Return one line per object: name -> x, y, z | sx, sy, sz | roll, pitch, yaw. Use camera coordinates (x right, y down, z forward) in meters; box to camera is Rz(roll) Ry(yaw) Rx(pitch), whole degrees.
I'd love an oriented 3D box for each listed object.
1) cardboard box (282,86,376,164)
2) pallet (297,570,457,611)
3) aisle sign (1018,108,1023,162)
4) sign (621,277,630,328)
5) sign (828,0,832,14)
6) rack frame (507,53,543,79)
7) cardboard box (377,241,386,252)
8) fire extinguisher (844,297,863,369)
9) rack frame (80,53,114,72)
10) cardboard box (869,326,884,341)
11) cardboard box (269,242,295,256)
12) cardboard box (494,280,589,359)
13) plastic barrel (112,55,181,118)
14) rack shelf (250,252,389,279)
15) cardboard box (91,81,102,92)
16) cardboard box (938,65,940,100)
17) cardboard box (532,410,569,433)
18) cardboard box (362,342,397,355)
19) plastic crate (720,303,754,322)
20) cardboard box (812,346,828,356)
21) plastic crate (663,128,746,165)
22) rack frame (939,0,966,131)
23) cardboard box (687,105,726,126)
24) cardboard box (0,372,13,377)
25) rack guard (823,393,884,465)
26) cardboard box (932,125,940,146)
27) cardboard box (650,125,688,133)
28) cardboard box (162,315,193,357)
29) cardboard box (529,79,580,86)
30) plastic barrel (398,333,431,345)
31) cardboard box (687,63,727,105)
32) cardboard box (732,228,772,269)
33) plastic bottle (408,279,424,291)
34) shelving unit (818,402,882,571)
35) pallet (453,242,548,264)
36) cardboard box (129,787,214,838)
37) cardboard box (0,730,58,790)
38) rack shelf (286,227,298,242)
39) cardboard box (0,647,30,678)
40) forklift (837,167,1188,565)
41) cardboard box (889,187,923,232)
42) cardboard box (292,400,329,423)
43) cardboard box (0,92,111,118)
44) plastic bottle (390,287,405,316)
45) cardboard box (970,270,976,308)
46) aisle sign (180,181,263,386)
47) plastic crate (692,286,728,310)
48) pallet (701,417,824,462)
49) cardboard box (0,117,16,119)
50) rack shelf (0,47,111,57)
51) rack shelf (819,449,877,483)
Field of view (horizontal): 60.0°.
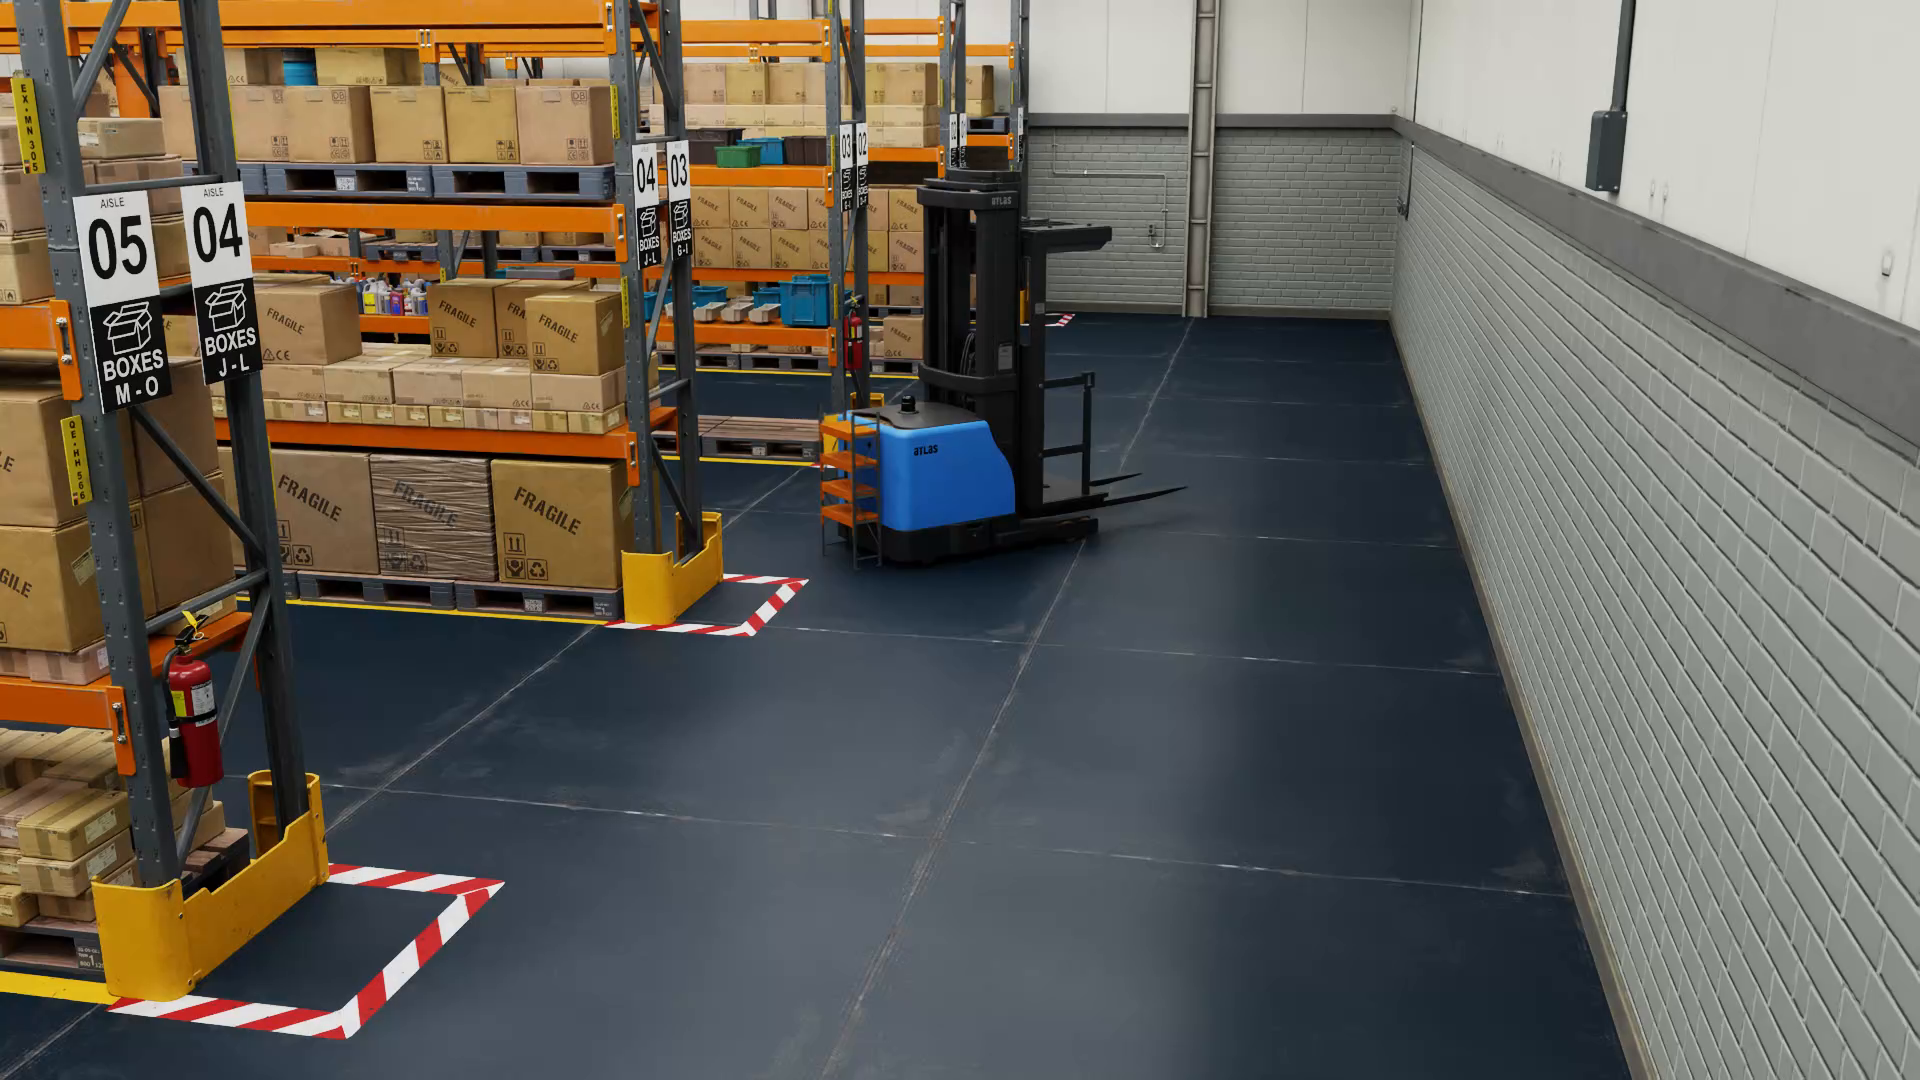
cardboard box -> -4.194, -2.857, 11.408 | 0.500, 0.500, 0.700 | 4, 16, 14
pallet -> -4.054, 0.235, 12.247 | 1.213, 0.211, 1.003 | 3, 16, 11
aisle sign -> 0.909, -6.079, 24.948 | 0.004, 0.787, 0.394 | 3, 16, 11
sign -> -2.184, -1.552, 10.863 | 0.005, 0.325, 0.100 | 3, 16, 11
sign -> -1.169, -4.908, 14.956 | 0.005, 0.325, 0.100 | 3, 16, 11
rack frame -> -6.941, -8.225, 26.328 | 0.127, 3.000, 1.000 | 3, 16, 11
cardboard box -> -9.704, -4.858, 27.865 | 0.500, 0.250, 0.500 | 3, 16, 10
fire extinguisher -> -1.018, -1.973, 15.838 | 0.183, 0.674, 0.296 | 3, 16, 11
rack frame -> -11.844, -7.142, 22.417 | 0.127, 3.000, 1.000 | 3, 16, 11
cardboard box -> -1.051, -2.629, 21.690 | 0.500, 0.250, 0.500 | 3, 16, 11
cardboard box -> -9.185, -3.970, 22.675 | 0.250, 0.149, 0.380 | 4, 16, 15
cardboard box -> -2.969, -1.576, 11.882 | 0.500, 0.500, 0.500 | 3, 16, 10
plastic barrel -> -8.360, -4.566, 17.147 | 0.708, 0.830, 0.600 | 3, 16, 11
rack shelf -> -9.884, -3.797, 22.930 | 4.000, 0.370, 1.077 | 3, 16, 11
cardboard box -> -12.285, -6.110, 23.075 | 0.500, 0.500, 0.500 | 4, 16, 16
cardboard box -> -0.361, -6.891, 25.032 | 0.500, 0.500, 0.500 | 4, 16, 13
cardboard box -> -2.732, -0.846, 11.398 | 0.250, 0.149, 0.380 | 3, 16, 12
cardboard box -> -4.490, -1.296, 12.275 | 0.500, 0.250, 0.500 | 3, 16, 12
plastic crate -> -2.192, -2.234, 16.318 | 0.243, 0.136, 0.396 | 3, 16, 11
cardboard box -> -1.592, -2.522, 21.304 | 0.500, 0.250, 0.500 | 3, 16, 11
plastic crate -> -2.518, -3.885, 16.397 | 0.767, 0.338, 0.504 | 3, 16, 11
rack frame -> -0.085, -6.503, 20.113 | 0.127, 3.000, 1.000 | 3, 16, 11
cardboard box -> -3.087, -5.322, 20.812 | 0.500, 0.250, 0.500 | 3, 16, 11
cardboard box -> -4.145, -0.388, 6.658 | 0.500, 0.500, 0.500 | 3, 16, 9
rack guard -> -1.050, -1.114, 16.578 | 0.348, 0.500, 1.175 | 3, 16, 11
cardboard box -> -0.538, -5.079, 20.872 | 0.500, 0.250, 0.500 | 3, 16, 11
cardboard box -> -3.578, -5.108, 20.974 | 0.500, 0.250, 0.500 | 3, 16, 11
cardboard box -> -5.564, -1.574, 11.874 | 0.500, 0.500, 0.500 | 3, 16, 11
cardboard box -> -5.143, -5.645, 21.472 | 0.600, 0.600, 0.600 | 3, 16, 10
plastic barrel -> -5.525, -1.754, 17.349 | 0.708, 0.901, 0.600 | 3, 16, 11
cardboard box -> -3.059, -5.721, 20.847 | 0.500, 0.500, 0.700 | 3, 16, 11
cardboard box -> -2.567, -3.721, 21.119 | 0.500, 0.500, 0.500 | 3, 16, 11
plastic bottle -> -5.732, -2.613, 17.540 | 0.135, 0.276, 0.152 | 3, 16, 11
shelving unit -> -0.844, -0.418, 12.753 | 0.258, 1.200, 0.503 | -10, 19, -33
pallet -> -6.018, -3.843, 22.106 | 1.213, 0.211, 1.003 | 3, 16, 11
cardboard box -> -3.612, 1.204, 7.522 | 0.250, 0.149, 0.380 | 4, 16, 13
cardboard box -> -4.371, 1.018, 7.639 | 0.250, 0.149, 0.380 | 2, 16, 8
rack shelf -> -12.821, -5.306, 28.377 | 4.000, 0.370, 1.077 | 3, 16, 11
cardboard box -> -3.762, 0.426, 6.807 | 0.250, 0.149, 0.380 | 3, 16, 11
forklift -> 0.523, -1.507, 13.441 | 3.031, 2.935, 1.130 | -10, 18, -33
cardboard box -> -0.576, -4.094, 20.592 | 0.500, 0.500, 0.500 | 3, 16, 11
cardboard box -> -4.489, -0.941, 11.741 | 0.250, 0.149, 0.380 | 3, 16, 12
cardboard box -> -6.553, -2.958, 11.959 | 0.500, 0.500, 0.700 | 3, 16, 12
plastic bottle -> -5.682, -2.410, 16.792 | 0.133, 0.283, 0.061 | 3, 16, 11
cardboard box -> 0.193, -3.917, 25.910 | 0.500, 0.500, 0.700 | 3, 16, 11
aisle sign -> -3.019, -1.056, 6.816 | 0.004, 0.787, 0.394 | 3, 16, 11
plastic crate -> -2.542, -2.434, 16.862 | 0.300, 0.233, 0.416 | 3, 16, 11
pallet -> -1.876, -1.027, 16.804 | 1.213, 0.211, 1.003 | 3, 16, 11
cardboard box -> -3.920, -1.664, 6.858 | 0.250, 0.149, 0.380 | 3, 16, 11
rack shelf -> -13.804, -6.709, 22.951 | 4.000, 0.370, 1.077 | 3, 16, 11
rack shelf -> -0.843, -0.569, 12.711 | 0.258, 0.148, 0.480 | -10, 19, -33
